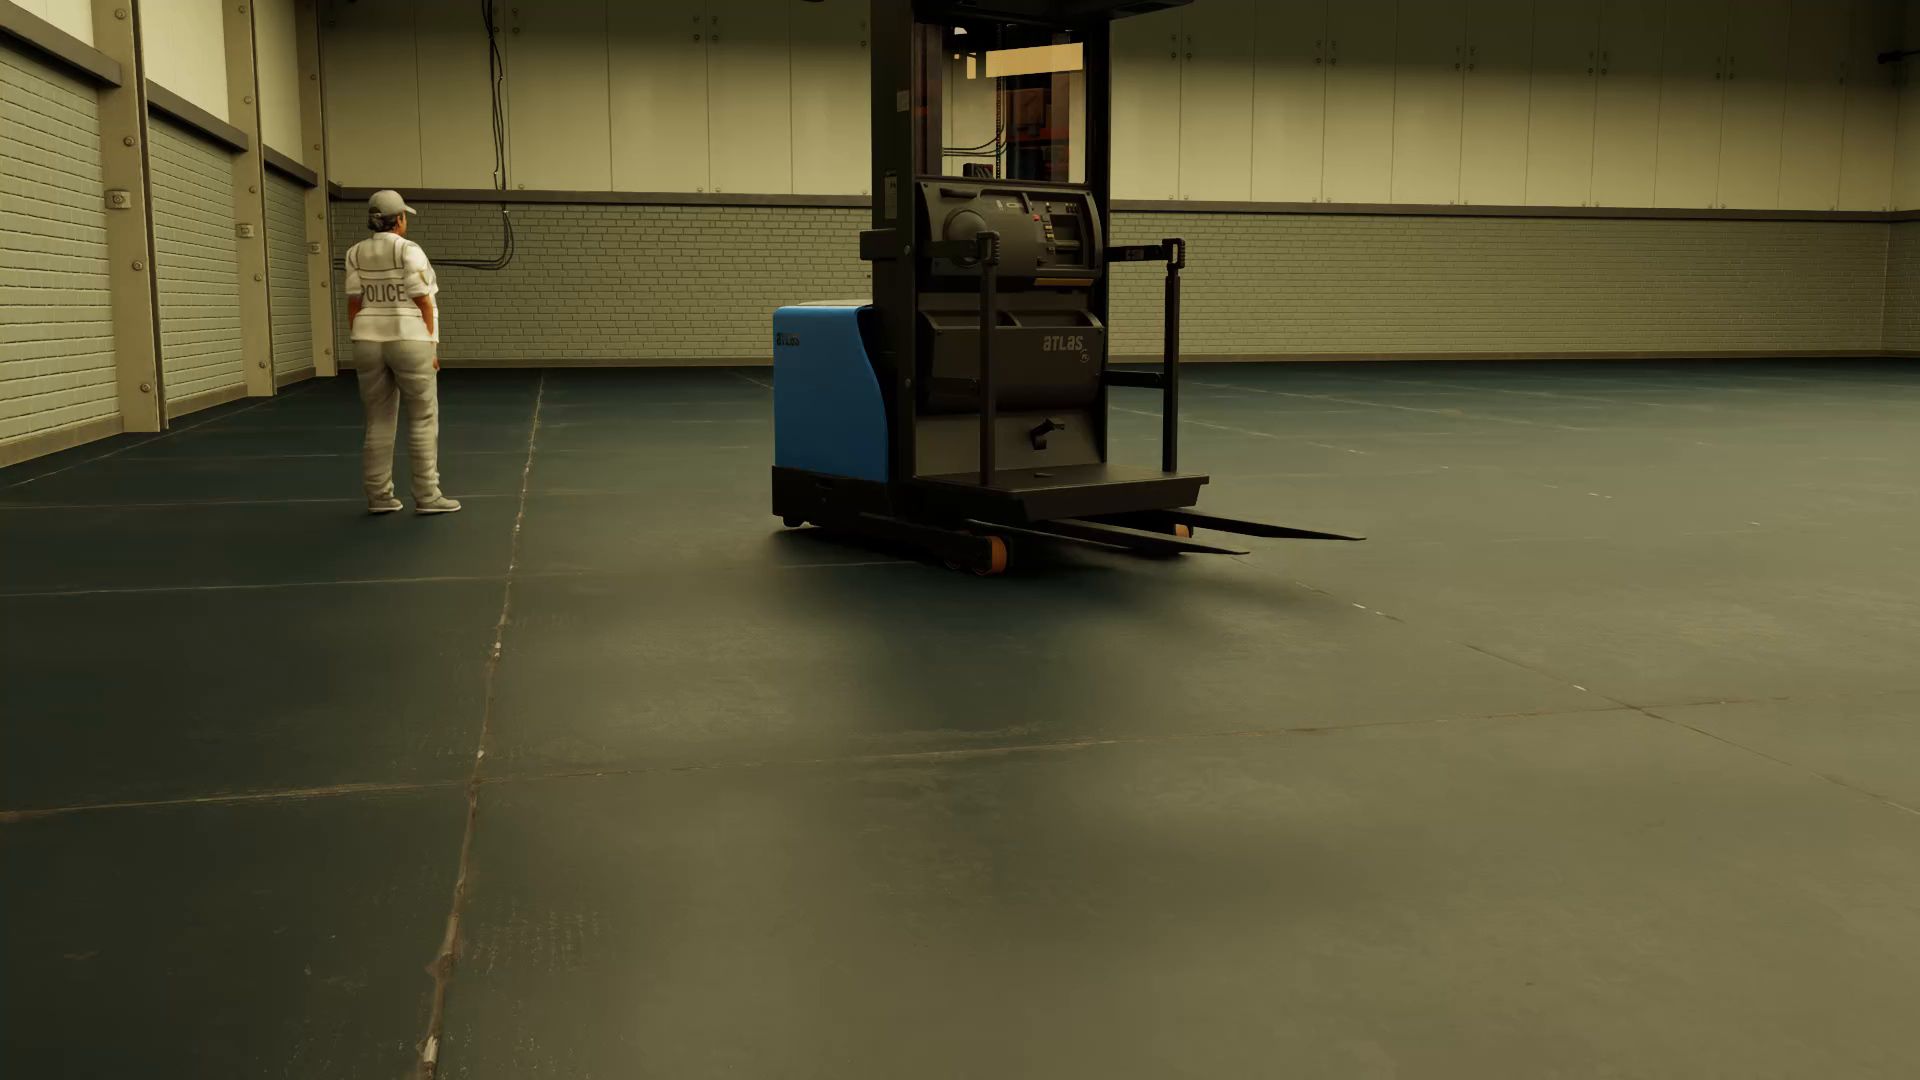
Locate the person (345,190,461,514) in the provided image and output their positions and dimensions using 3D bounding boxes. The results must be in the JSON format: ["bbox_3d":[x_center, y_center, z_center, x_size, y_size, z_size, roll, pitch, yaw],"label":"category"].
[{"bbox_3d":[-2.911,-0.966,8.628,0.484,1.668,0.394,1,8,10],"label":"person"}]

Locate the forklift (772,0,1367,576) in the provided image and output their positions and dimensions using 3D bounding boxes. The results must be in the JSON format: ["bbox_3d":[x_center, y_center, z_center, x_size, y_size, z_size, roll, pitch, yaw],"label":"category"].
[{"bbox_3d":[0.355,-1.383,7.015,1.130,2.935,3.031,-6,10,-35],"label":"forklift"}]
